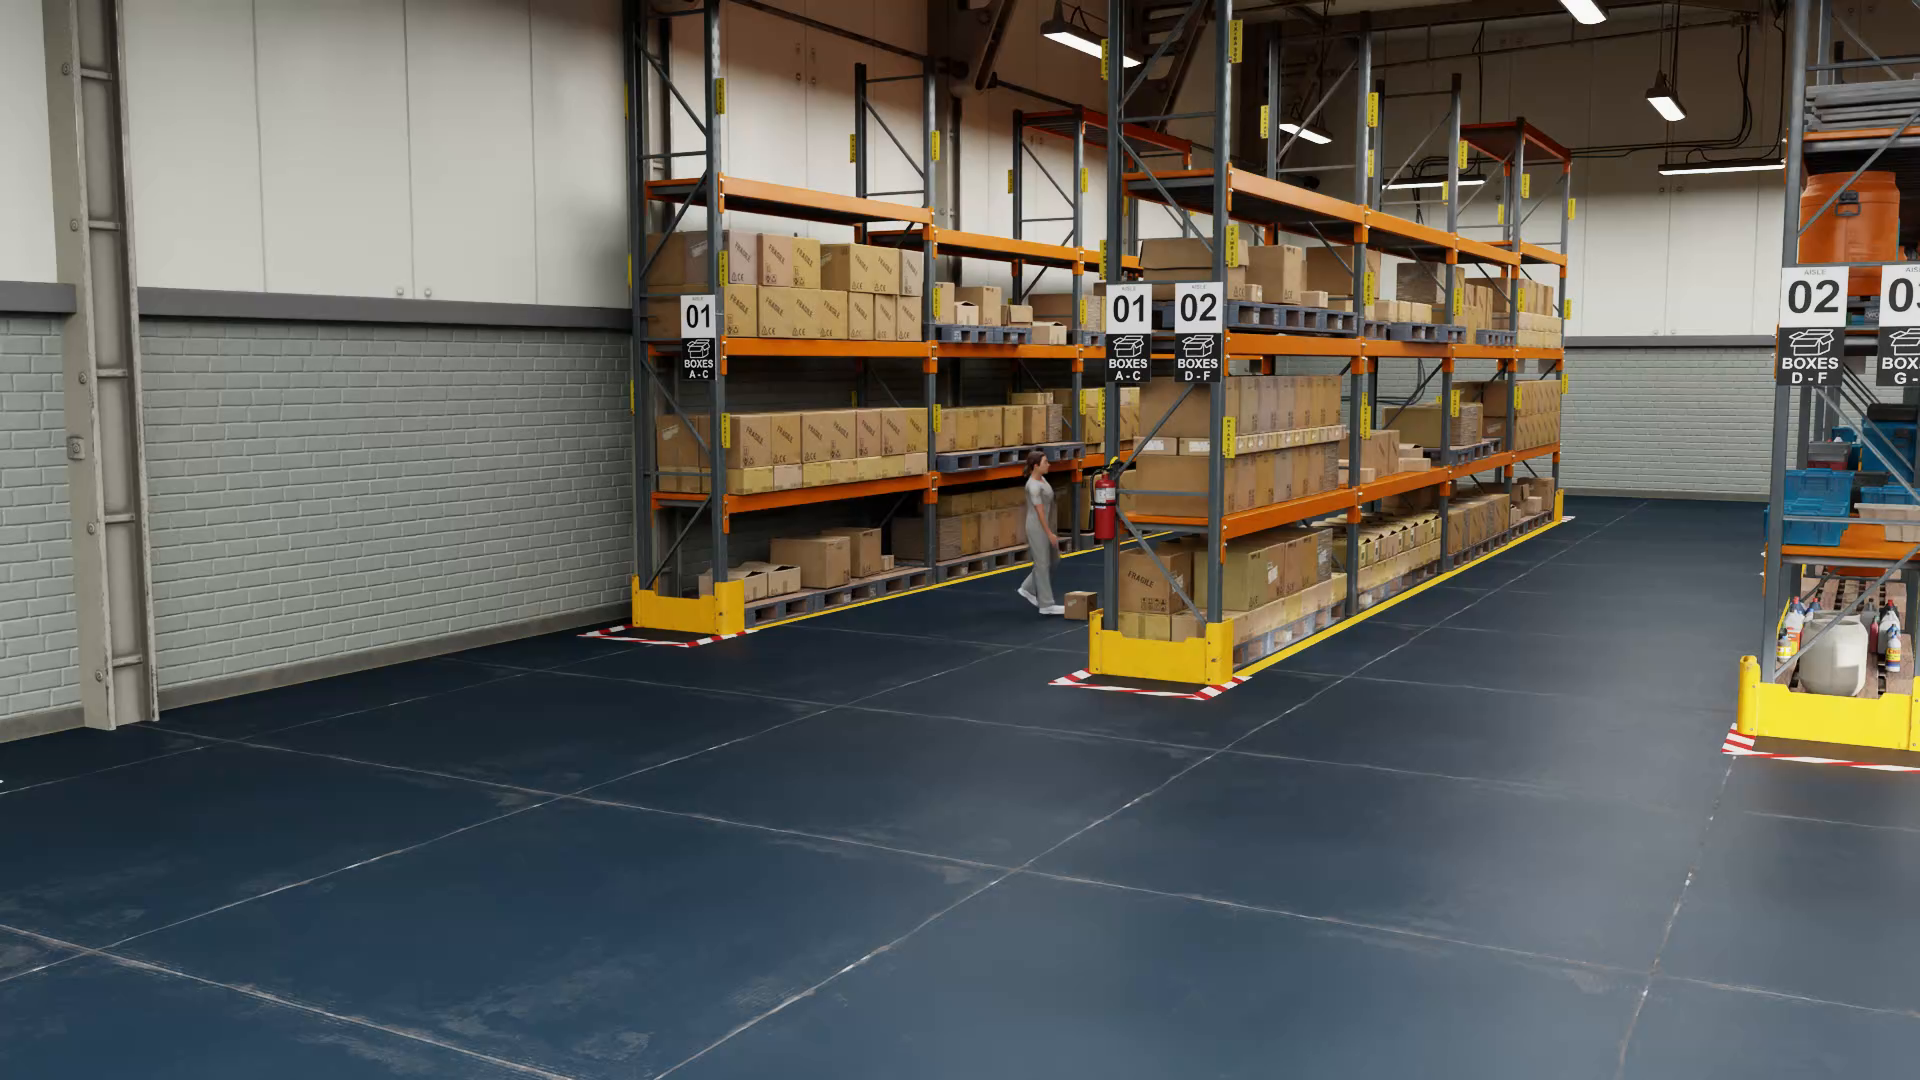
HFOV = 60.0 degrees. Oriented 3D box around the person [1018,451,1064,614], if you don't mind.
[{"bbox_3d":[0.832,-0.083,16.980,0.595,1.670,0.554,2,6,19],"label":"person"}]
